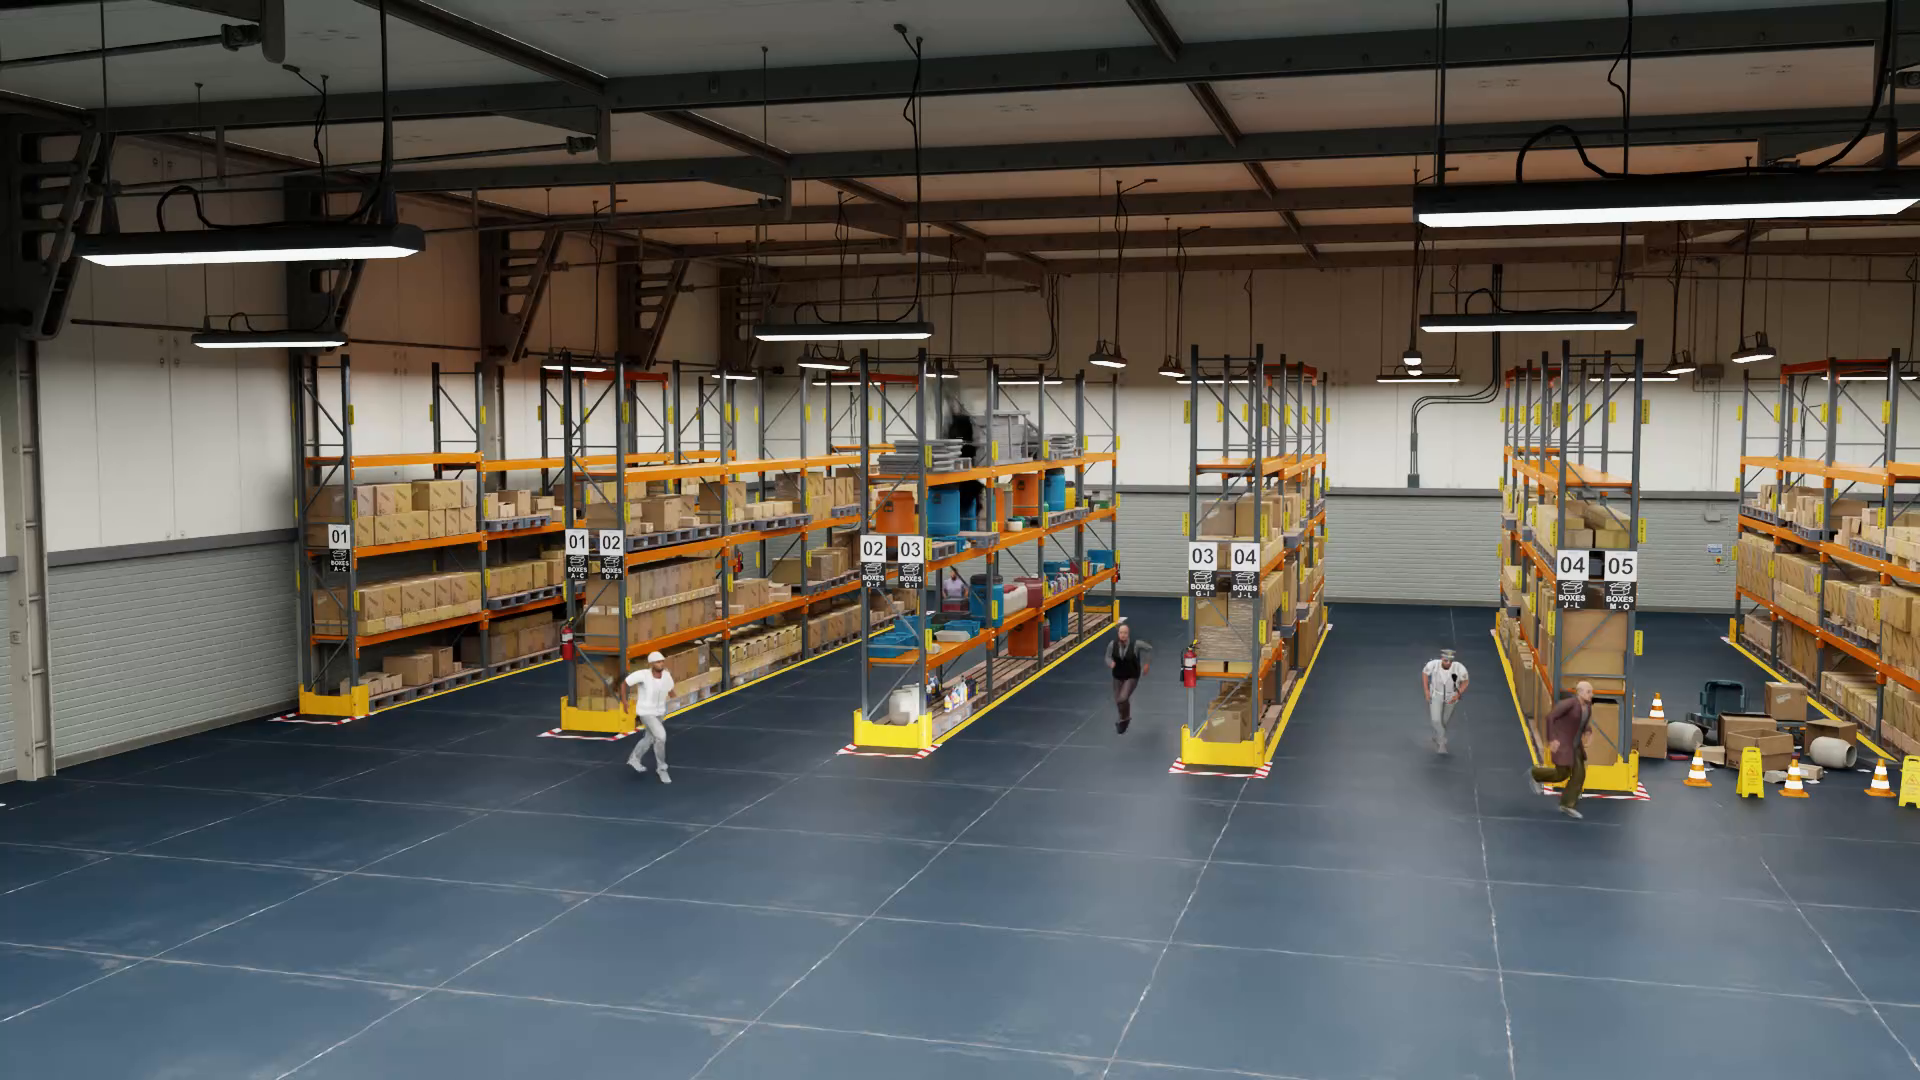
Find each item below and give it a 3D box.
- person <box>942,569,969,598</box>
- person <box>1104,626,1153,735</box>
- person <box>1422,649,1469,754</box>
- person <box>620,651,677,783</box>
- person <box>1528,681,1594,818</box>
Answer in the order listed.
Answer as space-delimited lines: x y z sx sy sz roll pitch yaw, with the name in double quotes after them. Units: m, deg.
-0.138 1.426 36.918 0.604 1.608 0.561 1 4 9 "person"
2.554 2.164 25.328 0.698 1.588 0.862 2 5 26 "person"
7.252 2.378 24.889 0.670 1.604 1.052 1 4 13 "person"
-4.272 2.420 22.880 0.860 1.807 0.729 3 5 38 "person"
7.594 2.599 21.002 0.712 1.726 0.886 -3 5 -36 "person"
